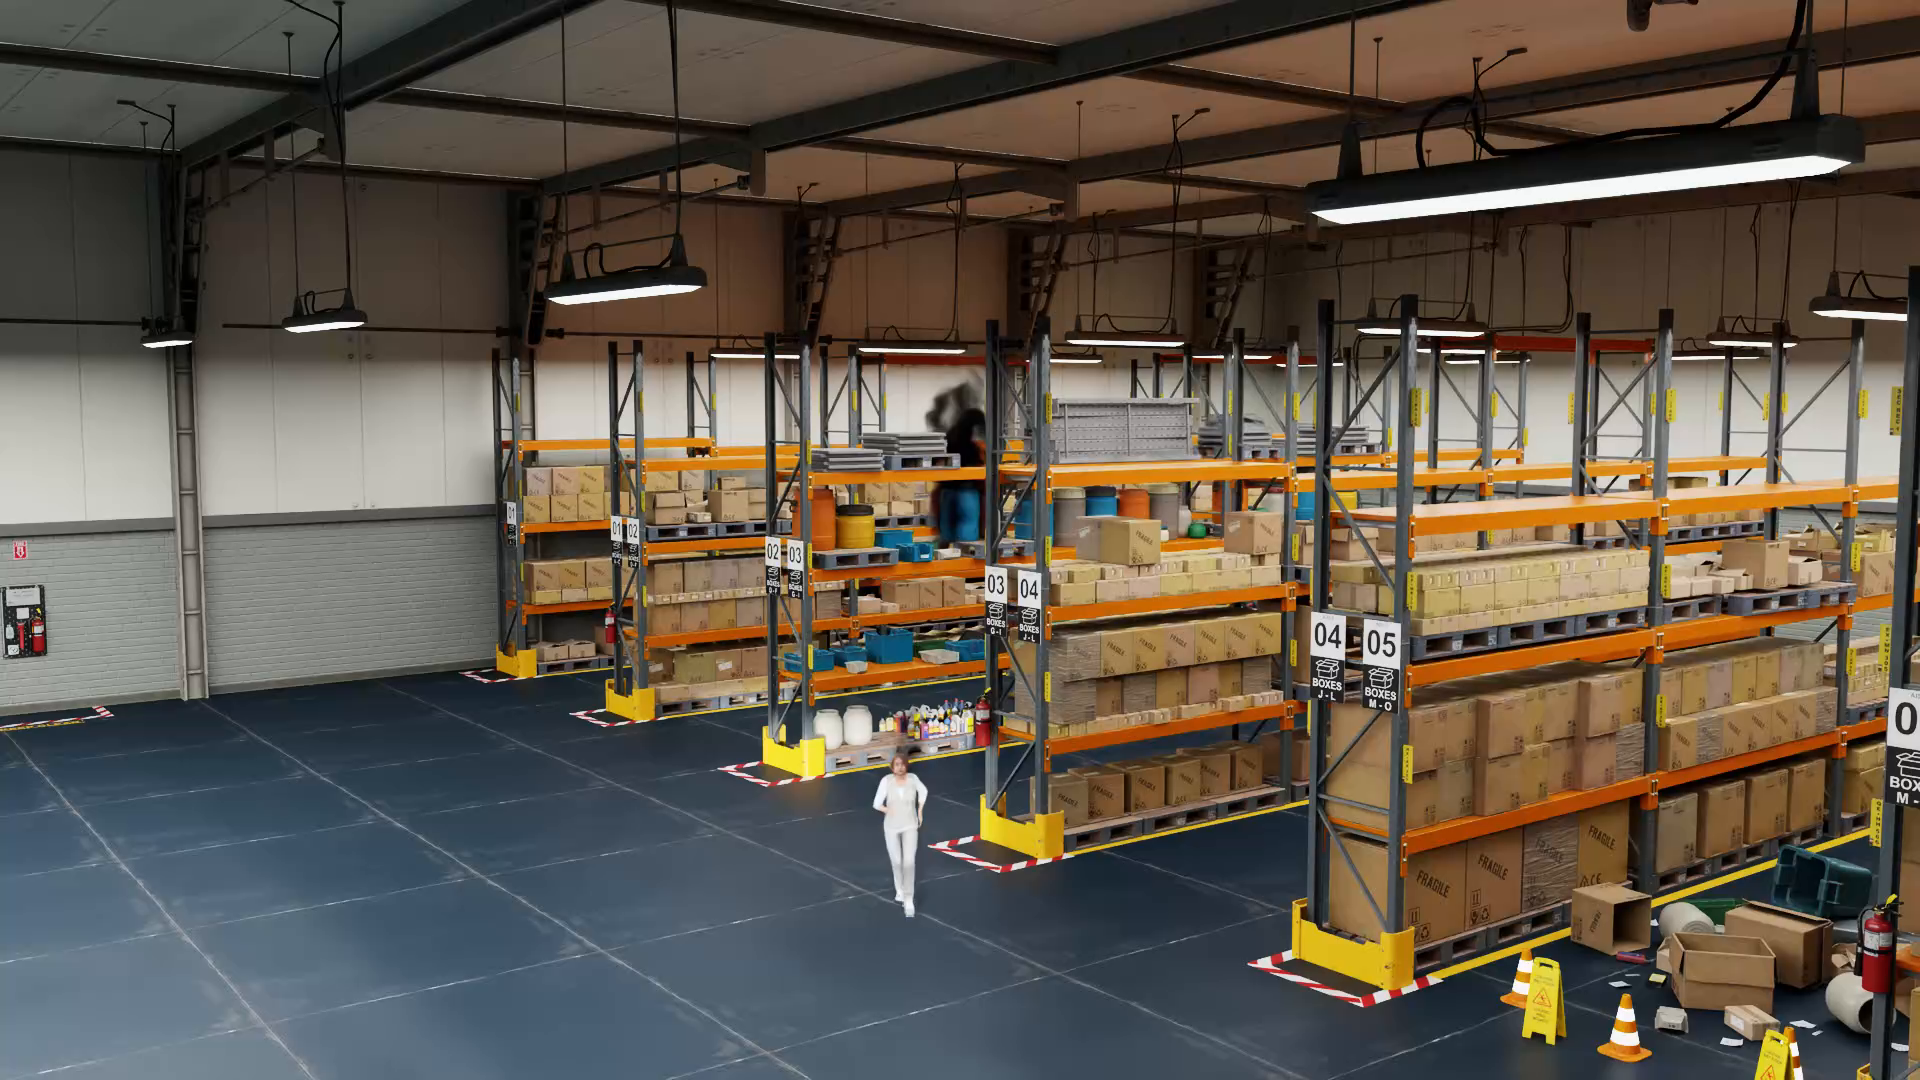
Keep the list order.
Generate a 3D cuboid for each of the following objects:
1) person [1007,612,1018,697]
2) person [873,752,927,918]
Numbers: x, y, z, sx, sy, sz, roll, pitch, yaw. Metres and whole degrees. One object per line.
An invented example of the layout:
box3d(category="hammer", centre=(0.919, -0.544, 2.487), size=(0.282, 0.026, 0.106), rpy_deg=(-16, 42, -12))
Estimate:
box3d(category="person", centre=(1.055, 1.814, 28.408), size=(0.695, 1.719, 0.694), rpy_deg=(5, 7, 42))
box3d(category="person", centre=(-0.599, 2.915, 16.587), size=(0.524, 1.629, 0.702), rpy_deg=(0, 5, 2))
